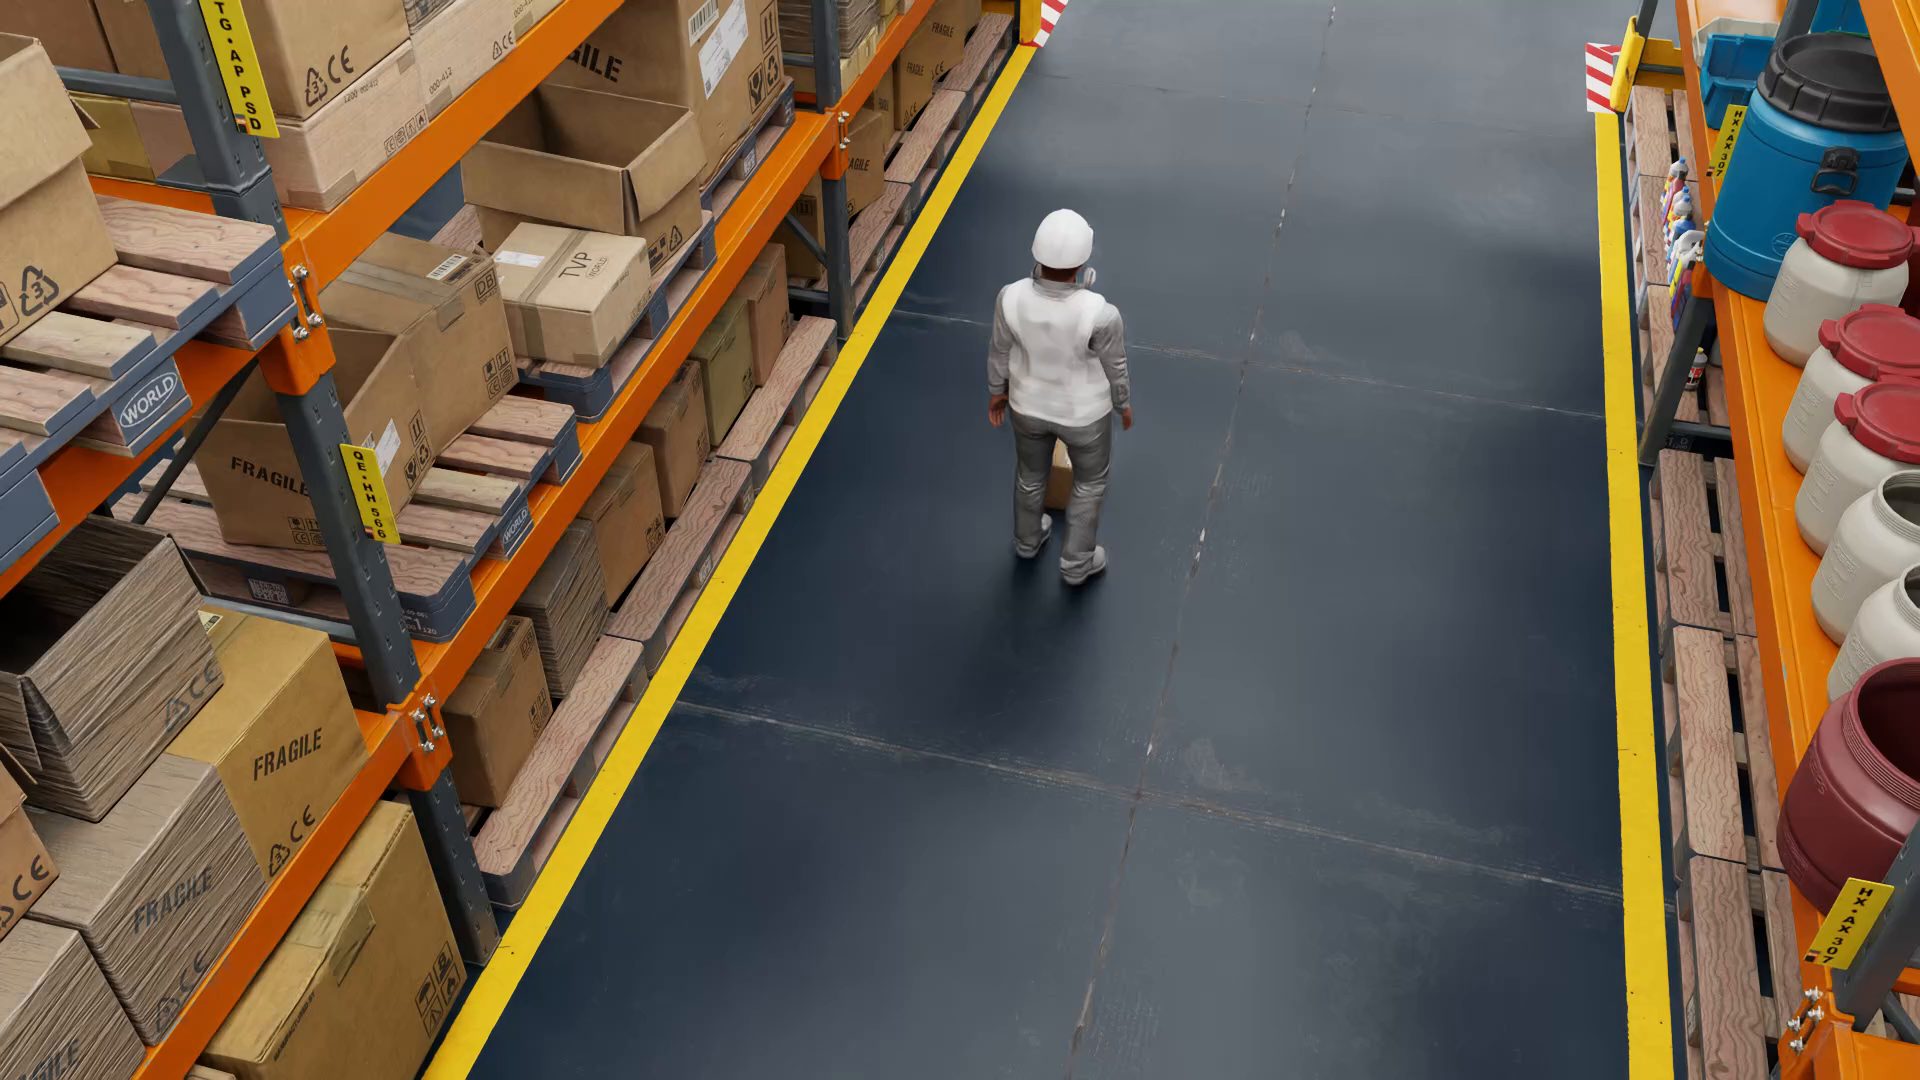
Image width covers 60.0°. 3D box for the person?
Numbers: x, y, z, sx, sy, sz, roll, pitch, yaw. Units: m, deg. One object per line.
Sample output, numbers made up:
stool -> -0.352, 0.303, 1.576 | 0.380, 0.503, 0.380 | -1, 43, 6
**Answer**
person -> 0.418, -0.589, 6.797 | 0.579, 1.781, 0.472 | 16, 43, 17
